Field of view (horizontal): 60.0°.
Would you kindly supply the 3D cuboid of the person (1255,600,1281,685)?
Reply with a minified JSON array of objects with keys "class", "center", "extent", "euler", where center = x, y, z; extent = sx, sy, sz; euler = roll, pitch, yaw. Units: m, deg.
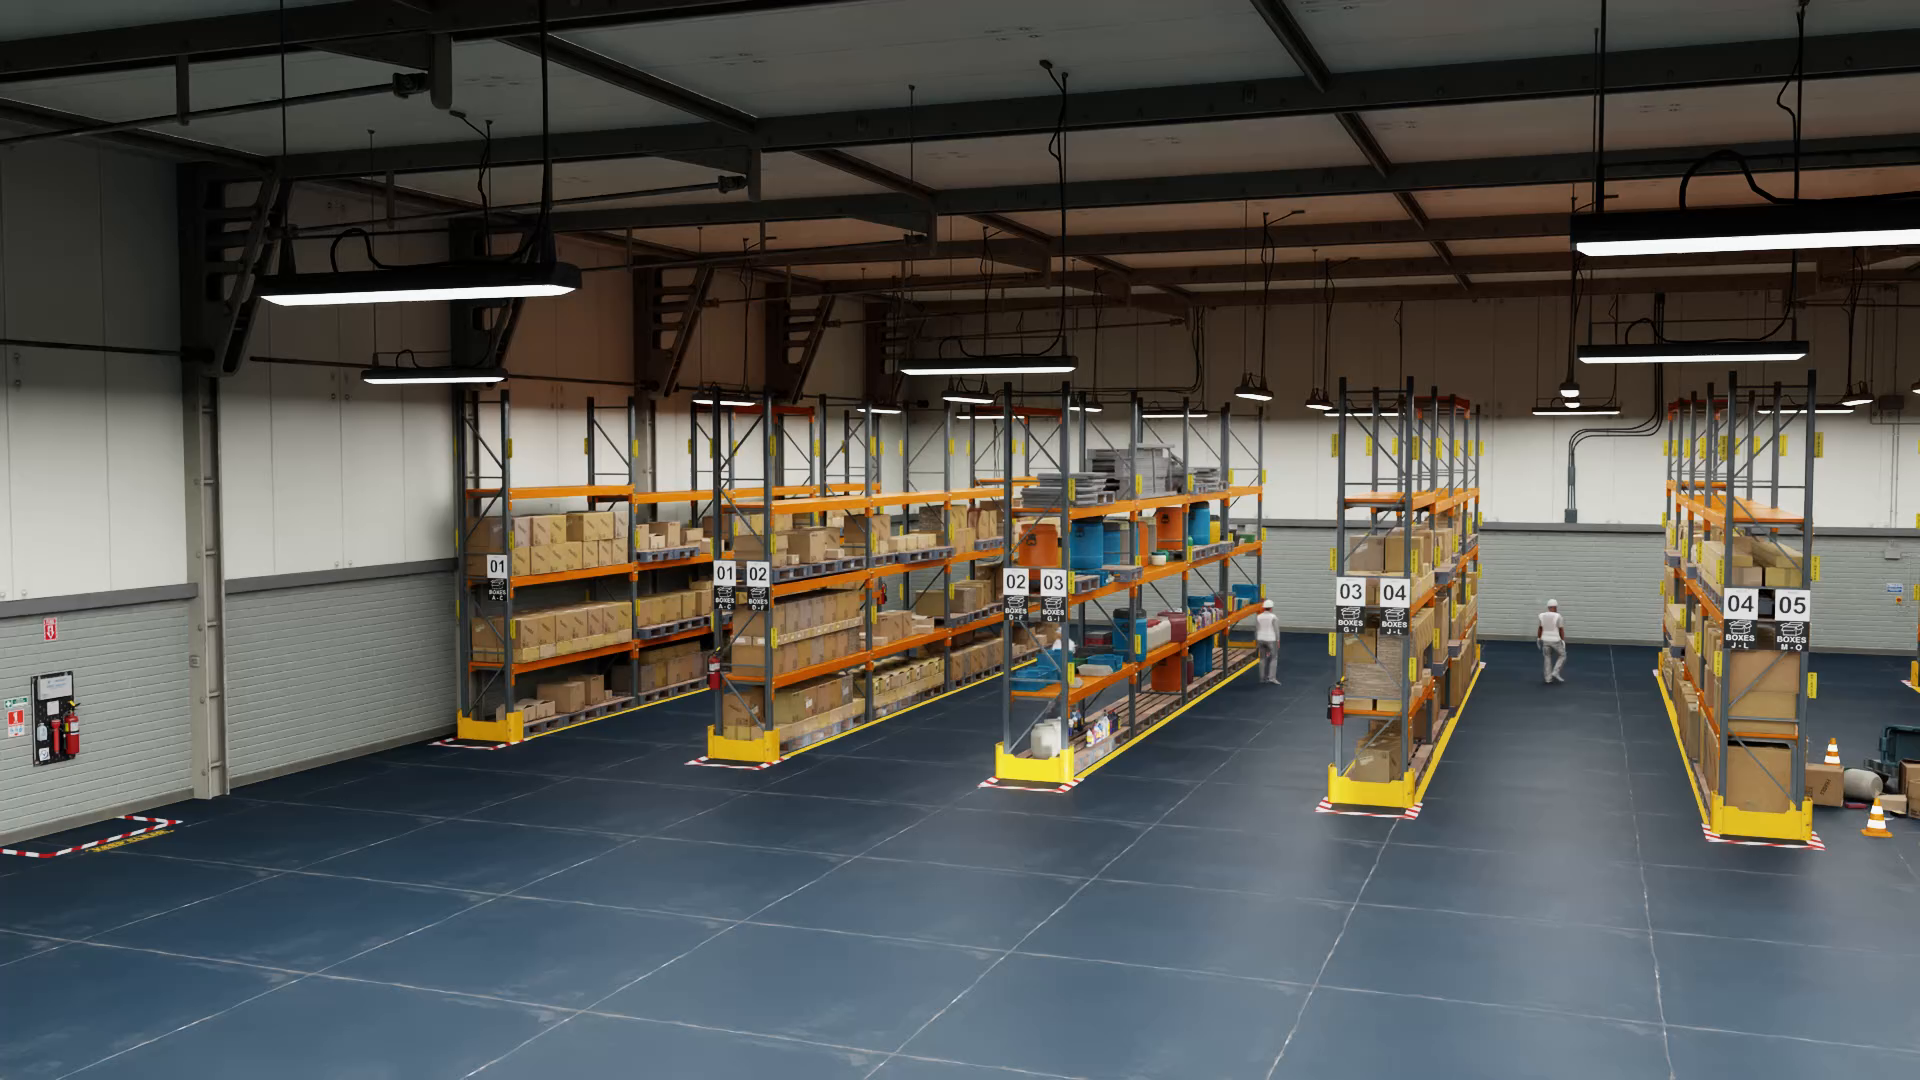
[{"class":"person","center":[6.563,2.178,35.410],"extent":[0.614,1.805,0.439],"euler":[2,4,34]}]

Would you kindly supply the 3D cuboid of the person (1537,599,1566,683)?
[{"class":"person","center":[12.601,2.159,35.439],"extent":[0.635,1.780,0.480],"euler":[3,4,43]}]

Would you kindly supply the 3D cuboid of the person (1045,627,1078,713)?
[{"class":"person","center":[1.918,2.442,31.425],"extent":[0.501,1.611,0.931],"euler":[2,4,34]}]
